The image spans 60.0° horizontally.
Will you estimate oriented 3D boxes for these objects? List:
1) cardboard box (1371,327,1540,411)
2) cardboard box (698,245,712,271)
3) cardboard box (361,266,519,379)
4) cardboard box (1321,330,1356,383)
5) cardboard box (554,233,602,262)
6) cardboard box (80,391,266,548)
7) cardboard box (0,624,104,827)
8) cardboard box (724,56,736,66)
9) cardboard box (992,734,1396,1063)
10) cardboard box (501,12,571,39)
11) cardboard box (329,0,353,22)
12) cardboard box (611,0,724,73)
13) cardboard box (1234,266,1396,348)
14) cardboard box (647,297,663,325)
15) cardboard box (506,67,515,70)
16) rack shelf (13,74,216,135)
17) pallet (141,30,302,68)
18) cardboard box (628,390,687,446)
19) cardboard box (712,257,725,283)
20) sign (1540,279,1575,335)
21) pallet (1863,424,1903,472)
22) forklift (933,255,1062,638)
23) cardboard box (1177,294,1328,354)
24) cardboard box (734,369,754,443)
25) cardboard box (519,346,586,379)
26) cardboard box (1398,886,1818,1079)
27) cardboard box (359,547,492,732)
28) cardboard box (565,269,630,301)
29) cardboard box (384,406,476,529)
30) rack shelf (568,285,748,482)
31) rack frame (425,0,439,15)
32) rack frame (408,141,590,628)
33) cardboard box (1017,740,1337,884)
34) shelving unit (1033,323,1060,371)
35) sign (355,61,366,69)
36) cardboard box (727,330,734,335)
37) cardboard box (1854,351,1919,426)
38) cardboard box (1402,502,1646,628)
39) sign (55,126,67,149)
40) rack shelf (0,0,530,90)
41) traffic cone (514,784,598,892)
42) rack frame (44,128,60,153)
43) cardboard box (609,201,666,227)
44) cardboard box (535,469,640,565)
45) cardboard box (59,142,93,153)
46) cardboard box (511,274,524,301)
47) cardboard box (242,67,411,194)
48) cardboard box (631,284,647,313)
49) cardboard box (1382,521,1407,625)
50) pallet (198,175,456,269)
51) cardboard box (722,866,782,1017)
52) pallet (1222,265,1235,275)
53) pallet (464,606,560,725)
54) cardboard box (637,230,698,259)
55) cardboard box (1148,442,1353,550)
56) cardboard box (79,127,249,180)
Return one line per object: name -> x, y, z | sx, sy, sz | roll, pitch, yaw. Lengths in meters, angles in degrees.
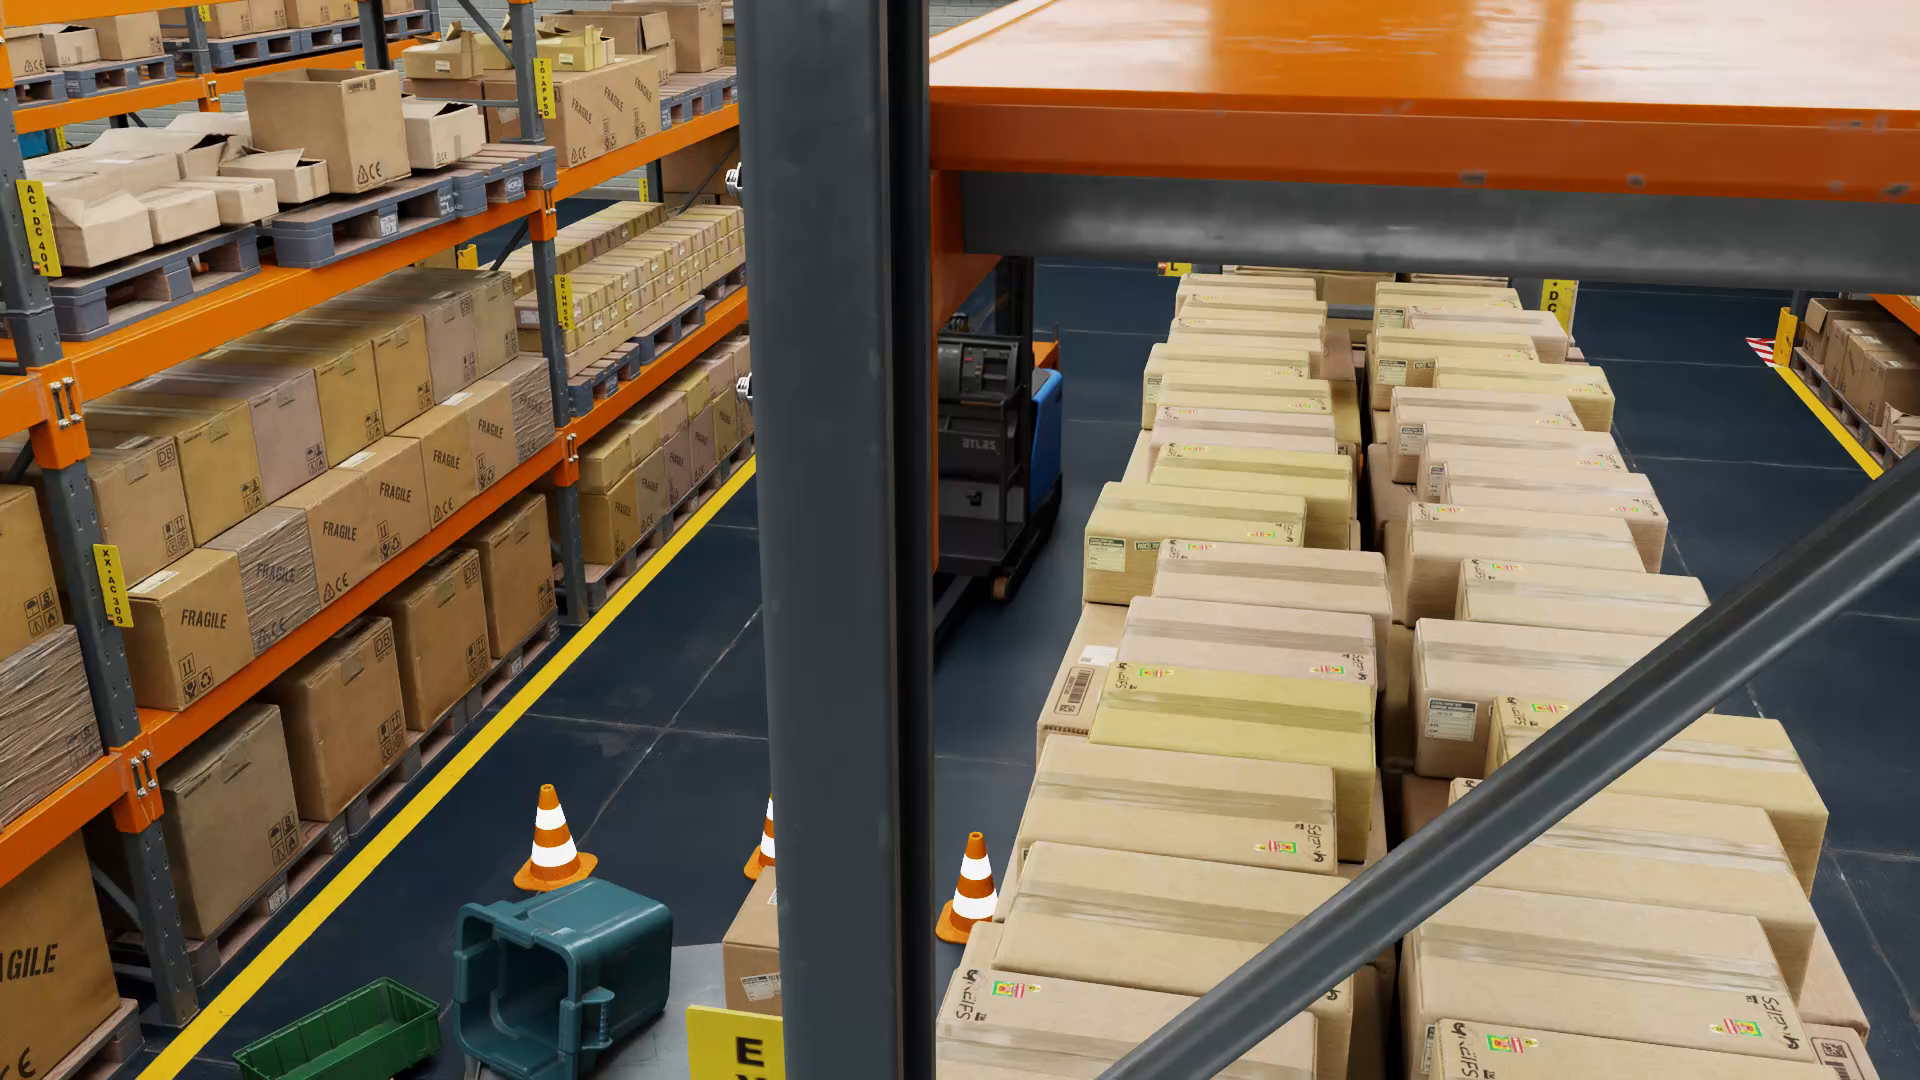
cardboard box -> 1.221, -0.415, 4.124 | 0.380, 0.149, 0.250 | 5, 22, 12
cardboard box -> -2.089, -2.127, 12.496 | 0.380, 0.149, 0.250 | 4, 22, 9
cardboard box -> -2.961, -1.243, 9.451 | 0.700, 0.500, 0.500 | 4, 22, 11
cardboard box -> 0.833, -0.412, 4.649 | 0.500, 0.250, 0.500 | 4, 22, 10
cardboard box -> -2.837, -2.131, 12.107 | 0.380, 0.149, 0.250 | 5, 23, 13
cardboard box -> -3.477, -0.313, 7.144 | 0.700, 0.500, 0.500 | 4, 22, 10
cardboard box -> -3.739, 0.633, 6.065 | 0.875, 0.550, 0.550 | 4, 22, 11
cardboard box -> -1.691, -3.830, 13.533 | 0.500, 0.250, 0.500 | 6, 23, 14
cardboard box -> 0.332, 0.520, 2.335 | 0.500, 0.250, 0.500 | 4, 22, 10
cardboard box -> -2.789, -3.328, 10.929 | 0.396, 0.266, 0.258 | 4, 22, 11
cardboard box -> -6.407, -5.332, 16.232 | 0.700, 0.500, 0.500 | 3, 22, 7
cardboard box -> -2.228, -3.861, 12.714 | 0.700, 0.500, 0.500 | 4, 22, 11
cardboard box -> 1.168, -0.834, 5.532 | 0.500, 0.250, 0.500 | 4, 22, 10
cardboard box -> -2.302, -1.607, 11.604 | 0.380, 0.149, 0.250 | 5, 22, 12
cardboard box -> -2.903, -2.746, 10.507 | 0.500, 0.500, 0.500 | 4, 22, 11
rack shelf -> -7.286, -3.100, 12.483 | 1.077, 0.370, 4.000 | 4, 22, 11
pallet -> -6.701, -4.422, 14.923 | 1.003, 0.211, 1.213 | 4, 22, 11
cardboard box -> -2.265, -0.878, 11.799 | 0.500, 0.250, 0.500 | 5, 22, 11
cardboard box -> -2.036, -2.091, 12.803 | 0.380, 0.149, 0.250 | 4, 22, 11
sign -> 1.723, -0.685, 4.832 | 0.100, 0.325, 0.005 | 4, 22, 11
pallet -> 7.824, -0.599, 13.058 | 1.003, 0.211, 1.213 | 4, 22, 11
forklift -> -0.130, -1.119, 10.709 | 1.130, 2.935, 3.031 | 6, 23, 14
cardboard box -> 0.782, -0.550, 4.457 | 0.380, 0.149, 0.250 | 5, 23, 13
cardboard box -> -1.948, -1.104, 13.364 | 0.500, 0.500, 0.500 | 4, 22, 10
cardboard box -> -2.571, -1.122, 10.399 | 0.380, 0.149, 0.250 | 4, 22, 10
cardboard box -> 0.683, 0.518, 1.806 | 0.380, 0.149, 0.250 | 4, 22, 11
cardboard box -> -3.247, 0.489, 9.074 | 1.050, 0.750, 0.750 | 5, 22, 12
cardboard box -> -2.414, -1.689, 11.010 | 0.380, 0.149, 0.250 | 4, 22, 9
cardboard box -> -2.894, -0.392, 8.677 | 0.500, 0.500, 0.500 | 4, 22, 10
rack shelf -> -2.452, -1.293, 12.013 | 1.077, 0.370, 4.000 | 4, 22, 11
rack frame -> -6.062, -7.019, 17.237 | 1.000, 3.000, 0.127 | 4, 22, 11
rack frame -> -2.860, -0.896, 10.063 | 1.000, 3.000, 0.127 | 4, 22, 11
cardboard box -> 0.279, 0.393, 2.115 | 0.380, 0.149, 0.250 | 4, 22, 10
shelving unit -> 0.399, -1.023, 12.887 | 0.538, 1.125, 1.048 | 6, 23, 14
sign -> -3.390, -2.569, 9.510 | 0.100, 0.325, 0.005 | 4, 22, 11
cardboard box -> -2.212, -1.753, 14.650 | 0.380, 0.149, 0.250 | 5, 22, 12
cardboard box -> 7.857, -1.234, 13.685 | 0.700, 0.500, 0.500 | 4, 22, 9
cardboard box -> 0.988, 0.057, 2.950 | 0.380, 0.149, 0.250 | 5, 22, 12
sign -> -10.369, -4.654, 19.175 | 0.100, 0.325, 0.005 | 4, 22, 11
rack shelf -> -3.268, -2.428, 7.335 | 1.077, 0.370, 4.000 | 4, 22, 11
traffic cone -> -1.924, 1.369, 7.836 | 0.336, 0.463, 0.334 | 4, 22, 11
rack frame -> -10.911, -4.614, 19.295 | 1.000, 3.000, 0.127 | 4, 22, 11
cardboard box -> -2.574, -2.604, 13.282 | 0.380, 0.149, 0.250 | 6, 23, 14
cardboard box -> -2.466, -0.170, 11.045 | 0.500, 0.500, 0.500 | 4, 22, 9
cardboard box -> -7.001, -3.051, 13.938 | 0.797, 0.503, 0.637 | 4, 22, 10
cardboard box -> -3.102, -1.652, 10.917 | 0.380, 0.149, 0.250 | 5, 23, 13
cardboard box -> -2.940, -1.918, 7.755 | 0.500, 0.500, 0.500 | 4, 22, 11
cardboard box -> -2.357, -1.654, 11.321 | 0.380, 0.149, 0.250 | 4, 22, 11
cardboard box -> 1.055, 0.187, 3.162 | 0.500, 0.250, 0.500 | 5, 22, 12
pallet -> -3.164, -1.551, 7.927 | 1.003, 0.211, 1.213 | 6, 23, 13
cardboard box -> -0.558, 1.591, 6.220 | 0.500, 0.500, 0.500 | 4, 22, 11
pallet -> 1.630, -0.994, 6.543 | 1.213, 0.211, 1.003 | 4, 22, 11
pallet -> -3.094, 0.680, 9.882 | 1.003, 0.211, 1.213 | 4, 22, 11
cardboard box -> -2.150, -2.173, 12.211 | 0.380, 0.149, 0.250 | 4, 22, 9
cardboard box -> 0.571, -0.072, 3.271 | 0.380, 0.149, 0.250 | 5, 22, 12
cardboard box -> -3.533, -1.682, 7.423 | 0.500, 0.311, 0.500 | 4, 22, 9
